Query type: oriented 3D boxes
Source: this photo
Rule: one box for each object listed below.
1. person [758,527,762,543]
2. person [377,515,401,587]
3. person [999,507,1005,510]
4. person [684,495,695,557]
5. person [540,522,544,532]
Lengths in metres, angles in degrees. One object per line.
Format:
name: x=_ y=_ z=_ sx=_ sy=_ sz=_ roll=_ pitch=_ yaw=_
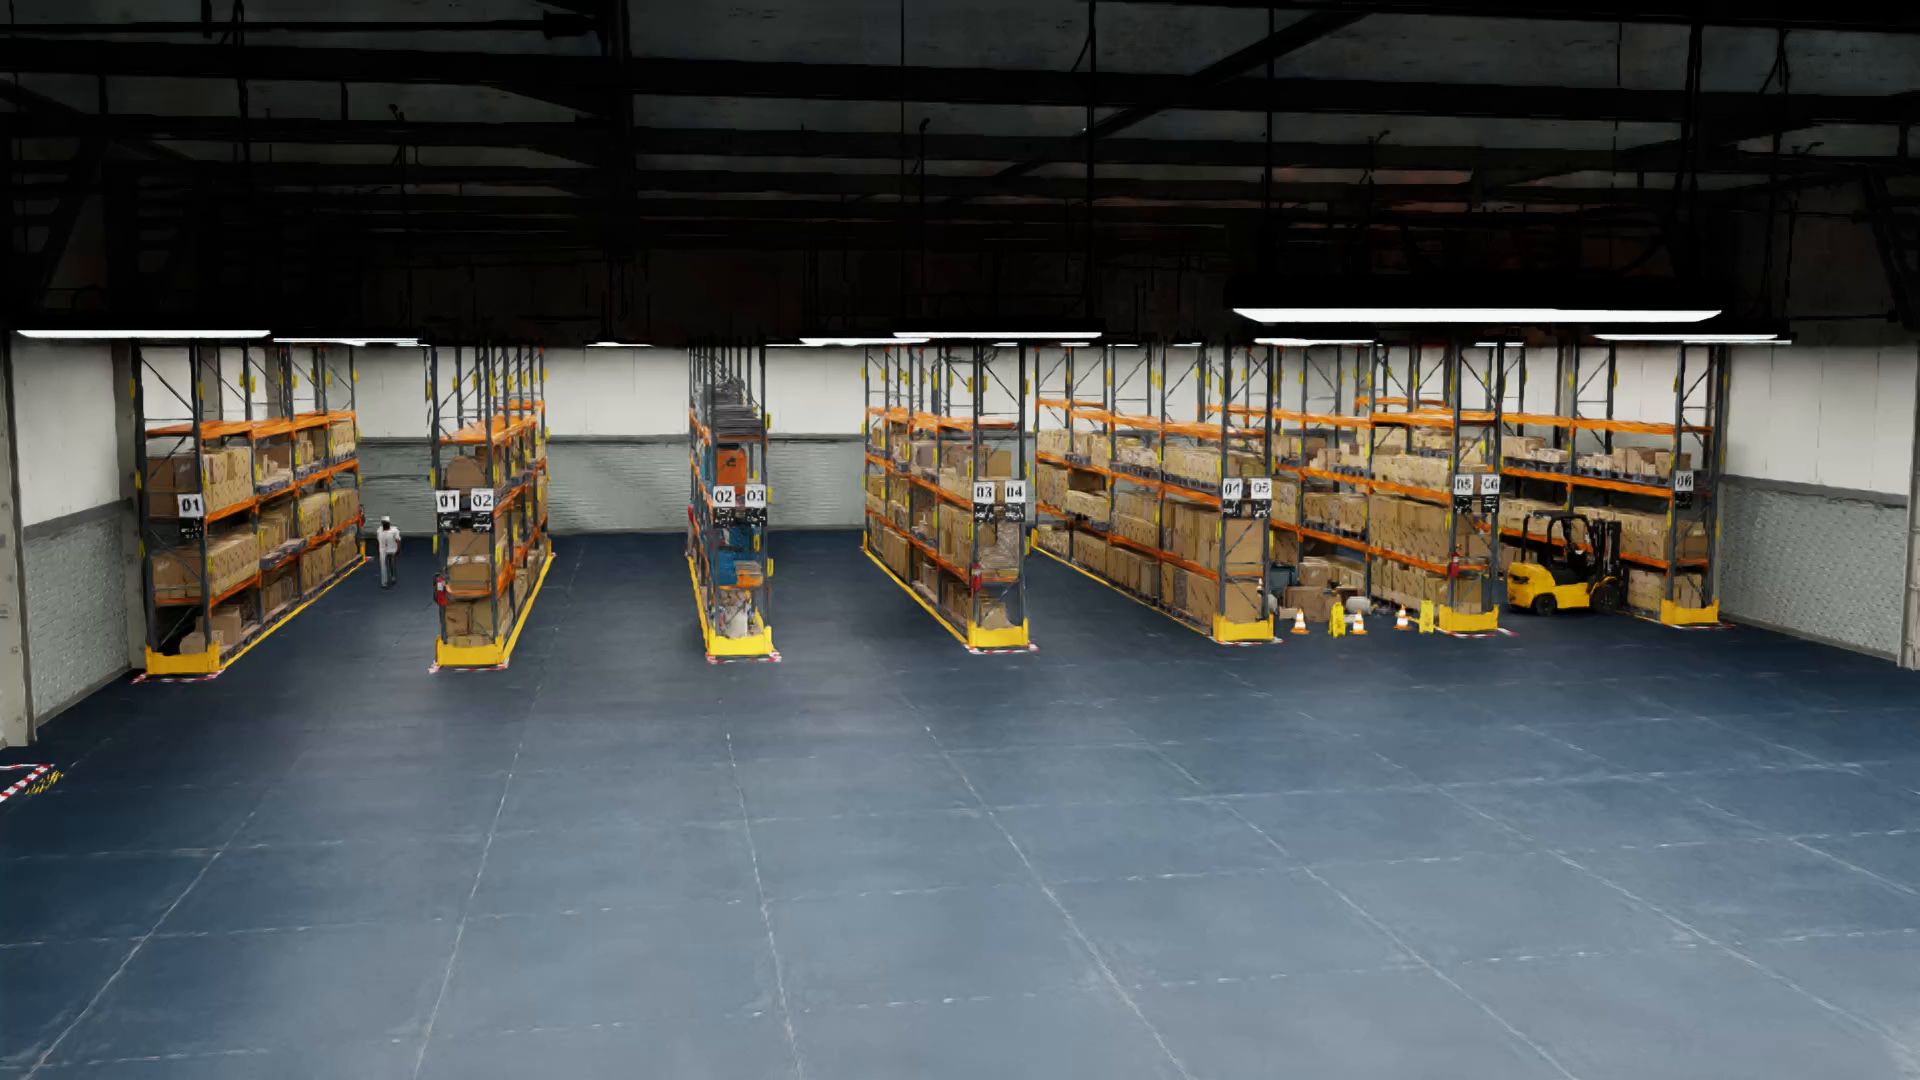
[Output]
person: x=-5.903 y=-0.643 z=48.561 sx=0.455 sy=1.612 sz=1.019 roll=-1 pitch=7 yaw=-12
person: x=-13.879 y=0.249 z=40.394 sx=0.591 sy=1.716 sz=1.042 roll=-1 pitch=7 yaw=-12
person: x=1.319 y=-0.515 z=47.090 sx=0.409 sy=1.677 sz=0.532 roll=-6 pitch=9 yaw=-42
person: x=-7.215 y=-0.397 z=45.736 sx=0.585 sy=1.686 sz=0.982 roll=1 pitch=7 yaw=11
person: x=-12.423 y=-0.643 z=48.882 sx=0.458 sy=1.531 sz=0.875 roll=1 pitch=7 yaw=12
